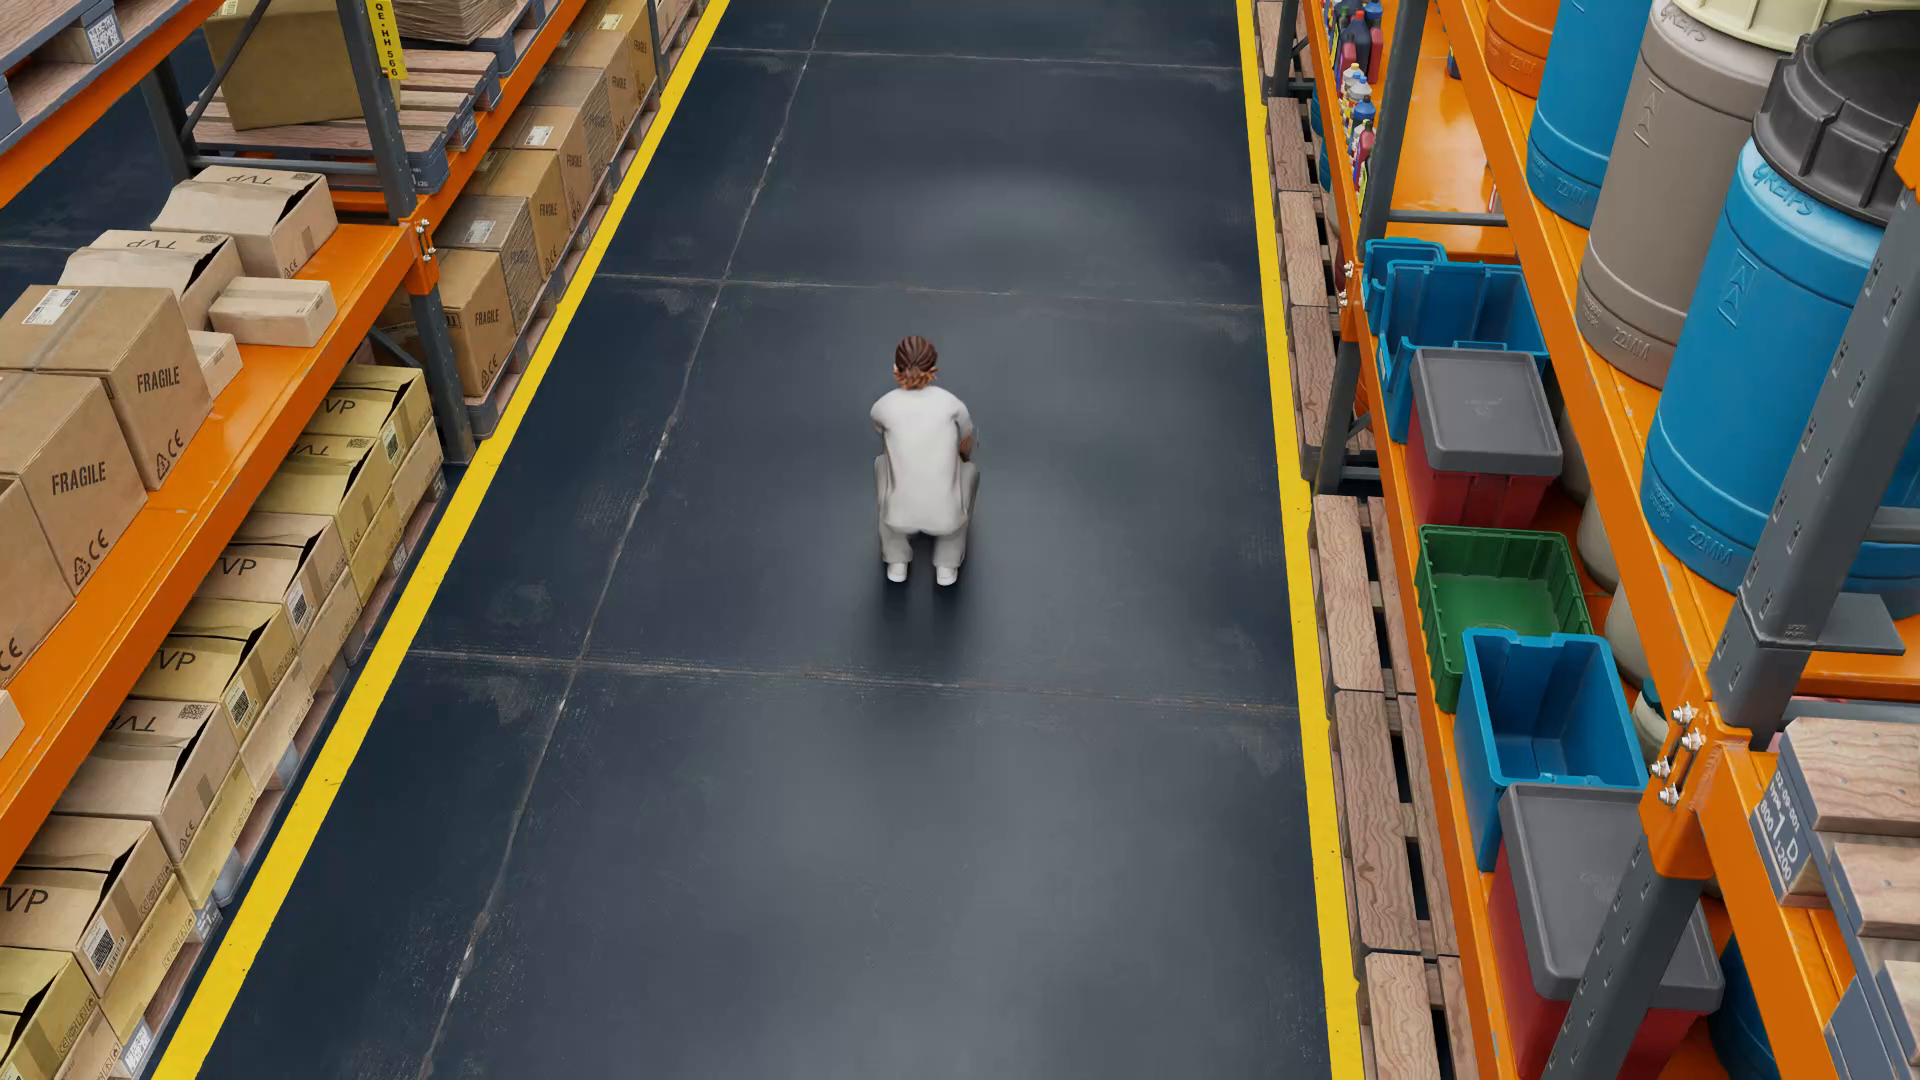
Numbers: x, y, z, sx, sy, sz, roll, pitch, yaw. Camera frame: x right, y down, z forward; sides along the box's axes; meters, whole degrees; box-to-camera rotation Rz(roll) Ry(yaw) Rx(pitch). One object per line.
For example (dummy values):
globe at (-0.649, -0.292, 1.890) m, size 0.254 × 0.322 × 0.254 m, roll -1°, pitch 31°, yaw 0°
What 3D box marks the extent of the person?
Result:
person at (-0.155, -0.350, 7.141) m, size 0.466 × 0.950 × 0.814 m, roll 3°, pitch 40°, yaw 3°
